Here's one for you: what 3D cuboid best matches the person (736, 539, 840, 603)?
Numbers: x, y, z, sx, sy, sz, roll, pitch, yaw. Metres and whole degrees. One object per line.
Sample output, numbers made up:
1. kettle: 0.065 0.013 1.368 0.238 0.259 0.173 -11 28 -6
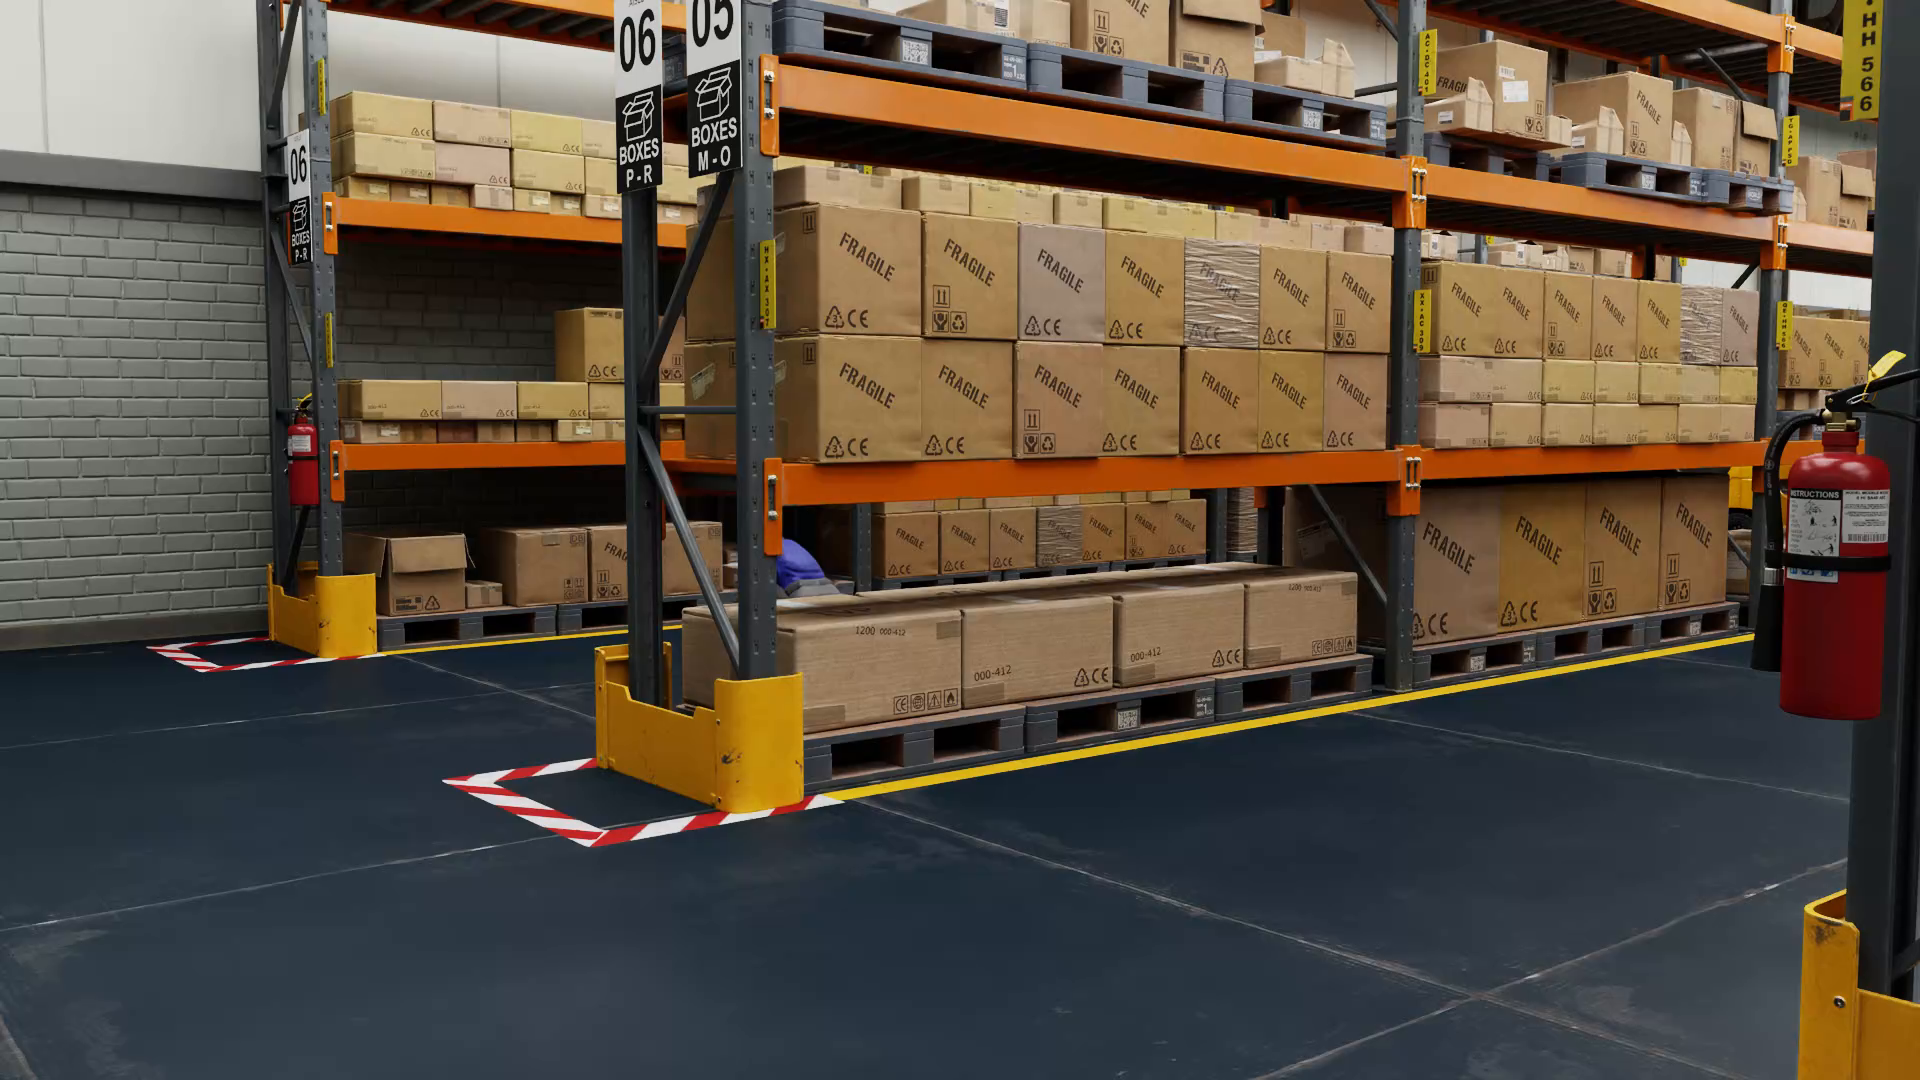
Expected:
1. person: -1.058 0.333 10.059 0.478 0.811 0.810 -4 6 -39
